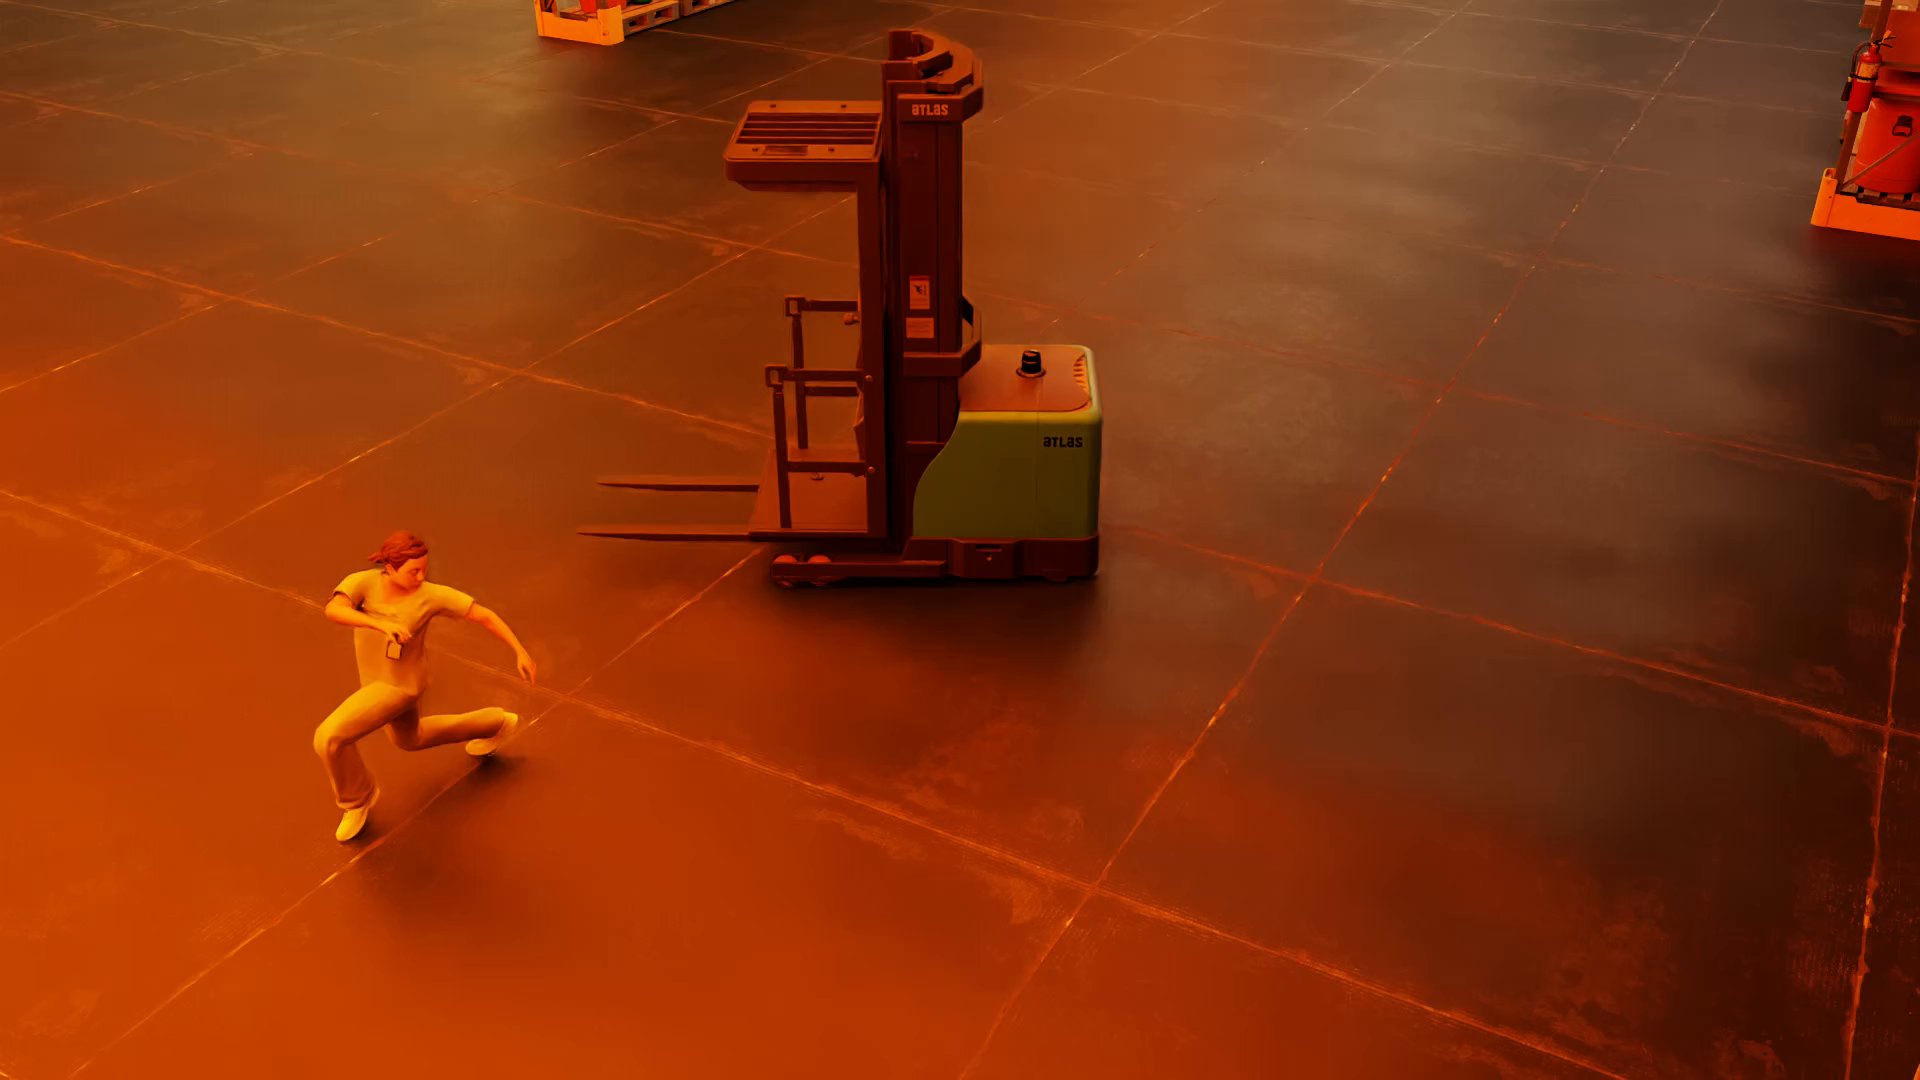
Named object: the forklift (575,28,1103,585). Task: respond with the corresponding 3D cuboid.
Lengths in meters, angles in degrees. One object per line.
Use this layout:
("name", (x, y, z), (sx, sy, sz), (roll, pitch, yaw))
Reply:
("forklift", (-0.710, -1.276, 9.281), (3.031, 2.935, 1.130), (0, 30, 1))

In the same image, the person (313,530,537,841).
("person", (-2.432, 0.630, 7.532), (0.749, 1.404, 0.966), (18, 35, 29))
